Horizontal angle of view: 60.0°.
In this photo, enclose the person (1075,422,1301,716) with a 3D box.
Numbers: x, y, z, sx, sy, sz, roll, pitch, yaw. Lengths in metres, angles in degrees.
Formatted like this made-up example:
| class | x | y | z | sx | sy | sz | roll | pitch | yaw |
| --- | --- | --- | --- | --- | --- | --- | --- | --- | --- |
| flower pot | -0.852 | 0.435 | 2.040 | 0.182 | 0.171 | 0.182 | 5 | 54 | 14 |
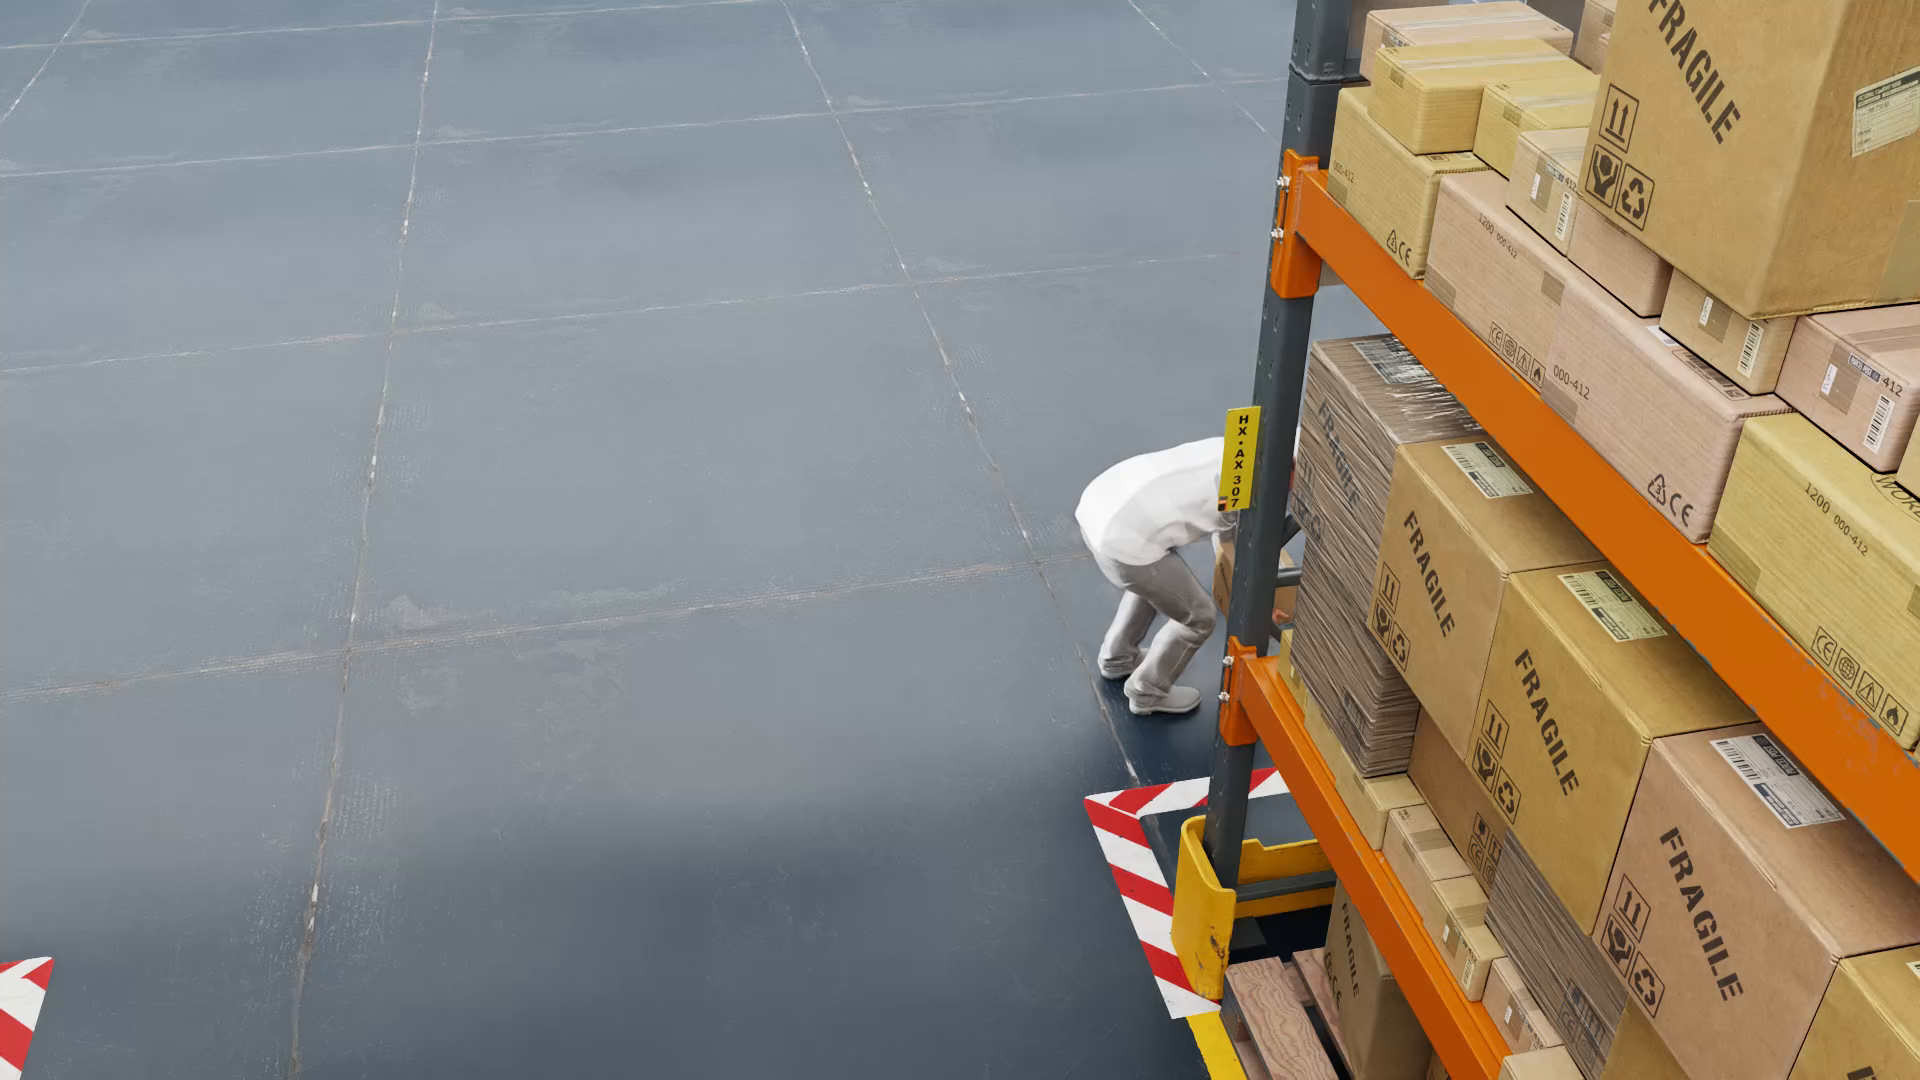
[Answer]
| class | x | y | z | sx | sy | sz | roll | pitch | yaw |
| --- | --- | --- | --- | --- | --- | --- | --- | --- | --- |
| person | 0.941 | 0.100 | 6.521 | 0.988 | 1.157 | 0.486 | -9 | 35 | -13 |
